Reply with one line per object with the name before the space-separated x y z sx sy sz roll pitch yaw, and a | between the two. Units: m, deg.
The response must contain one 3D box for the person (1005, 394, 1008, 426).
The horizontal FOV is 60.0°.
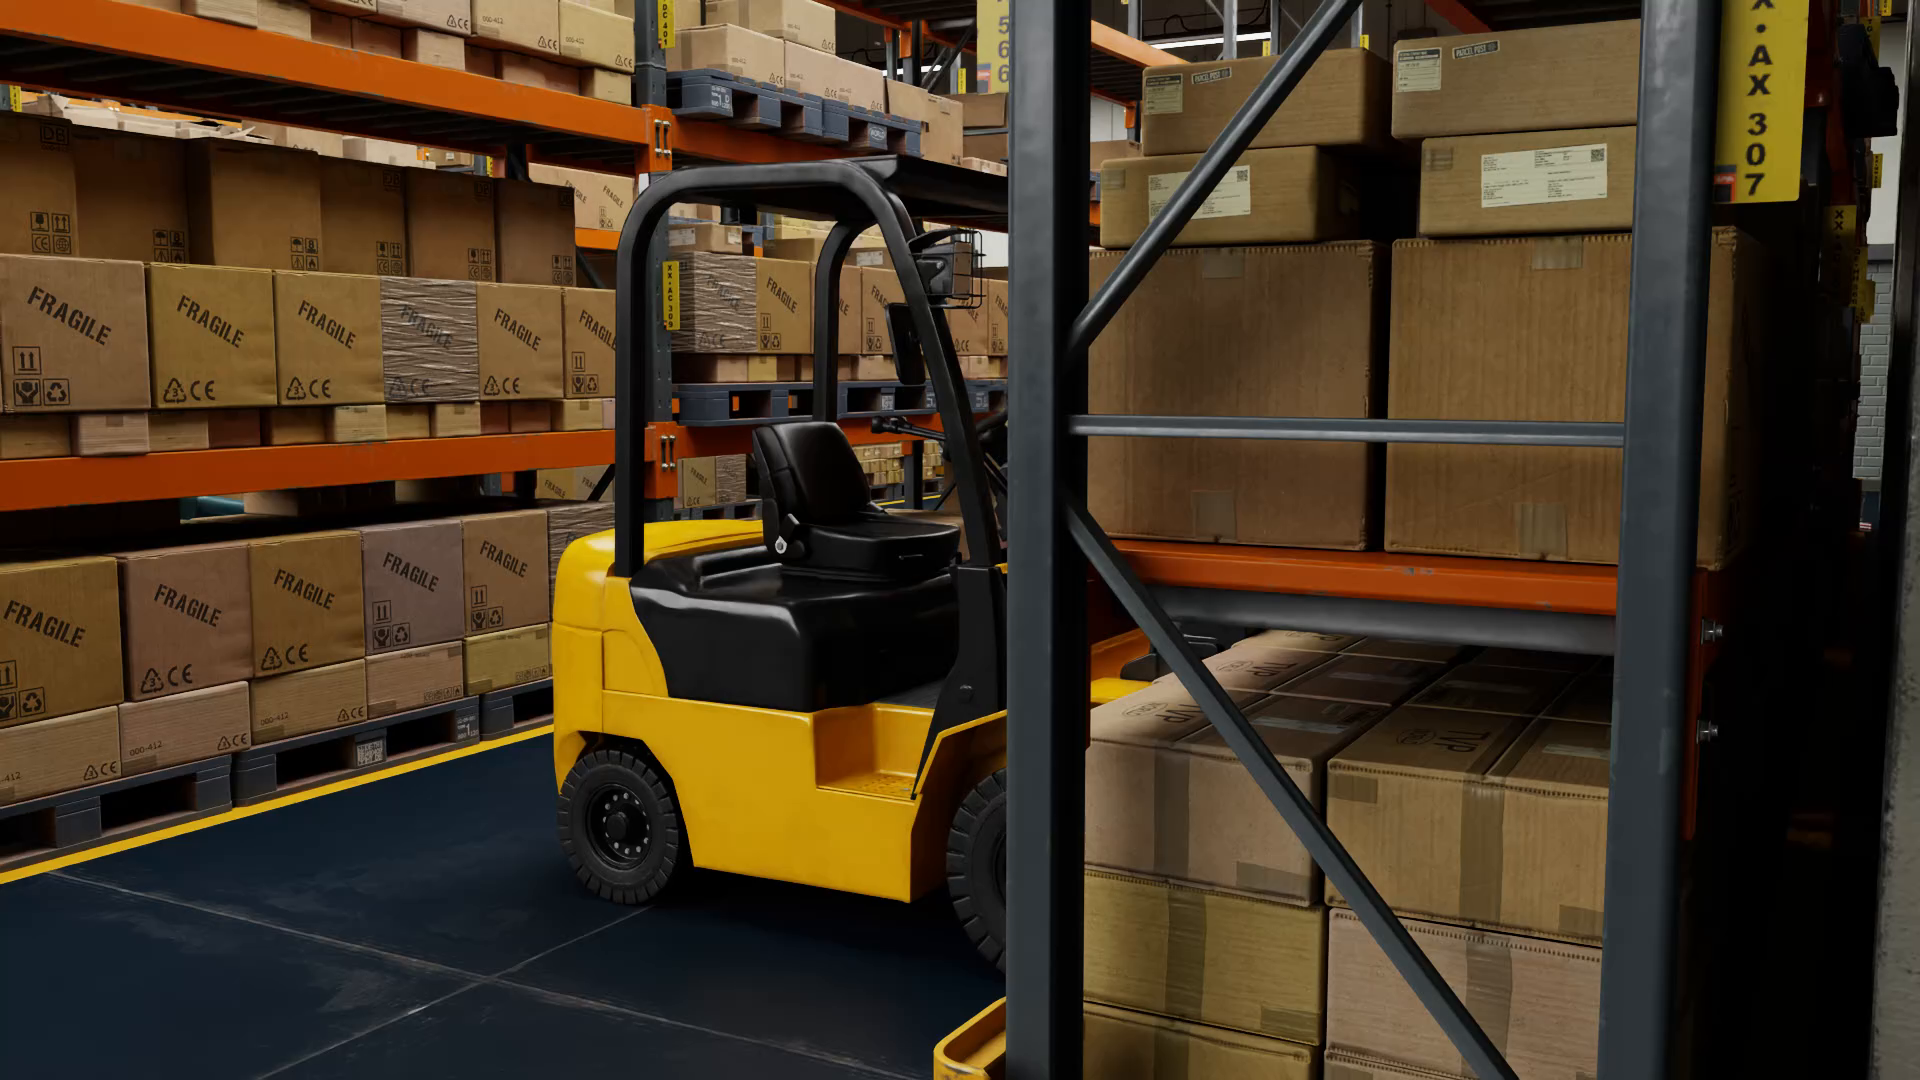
person | 0.453 -0.073 8.178 0.466 1.719 0.499 -4 7 -30
